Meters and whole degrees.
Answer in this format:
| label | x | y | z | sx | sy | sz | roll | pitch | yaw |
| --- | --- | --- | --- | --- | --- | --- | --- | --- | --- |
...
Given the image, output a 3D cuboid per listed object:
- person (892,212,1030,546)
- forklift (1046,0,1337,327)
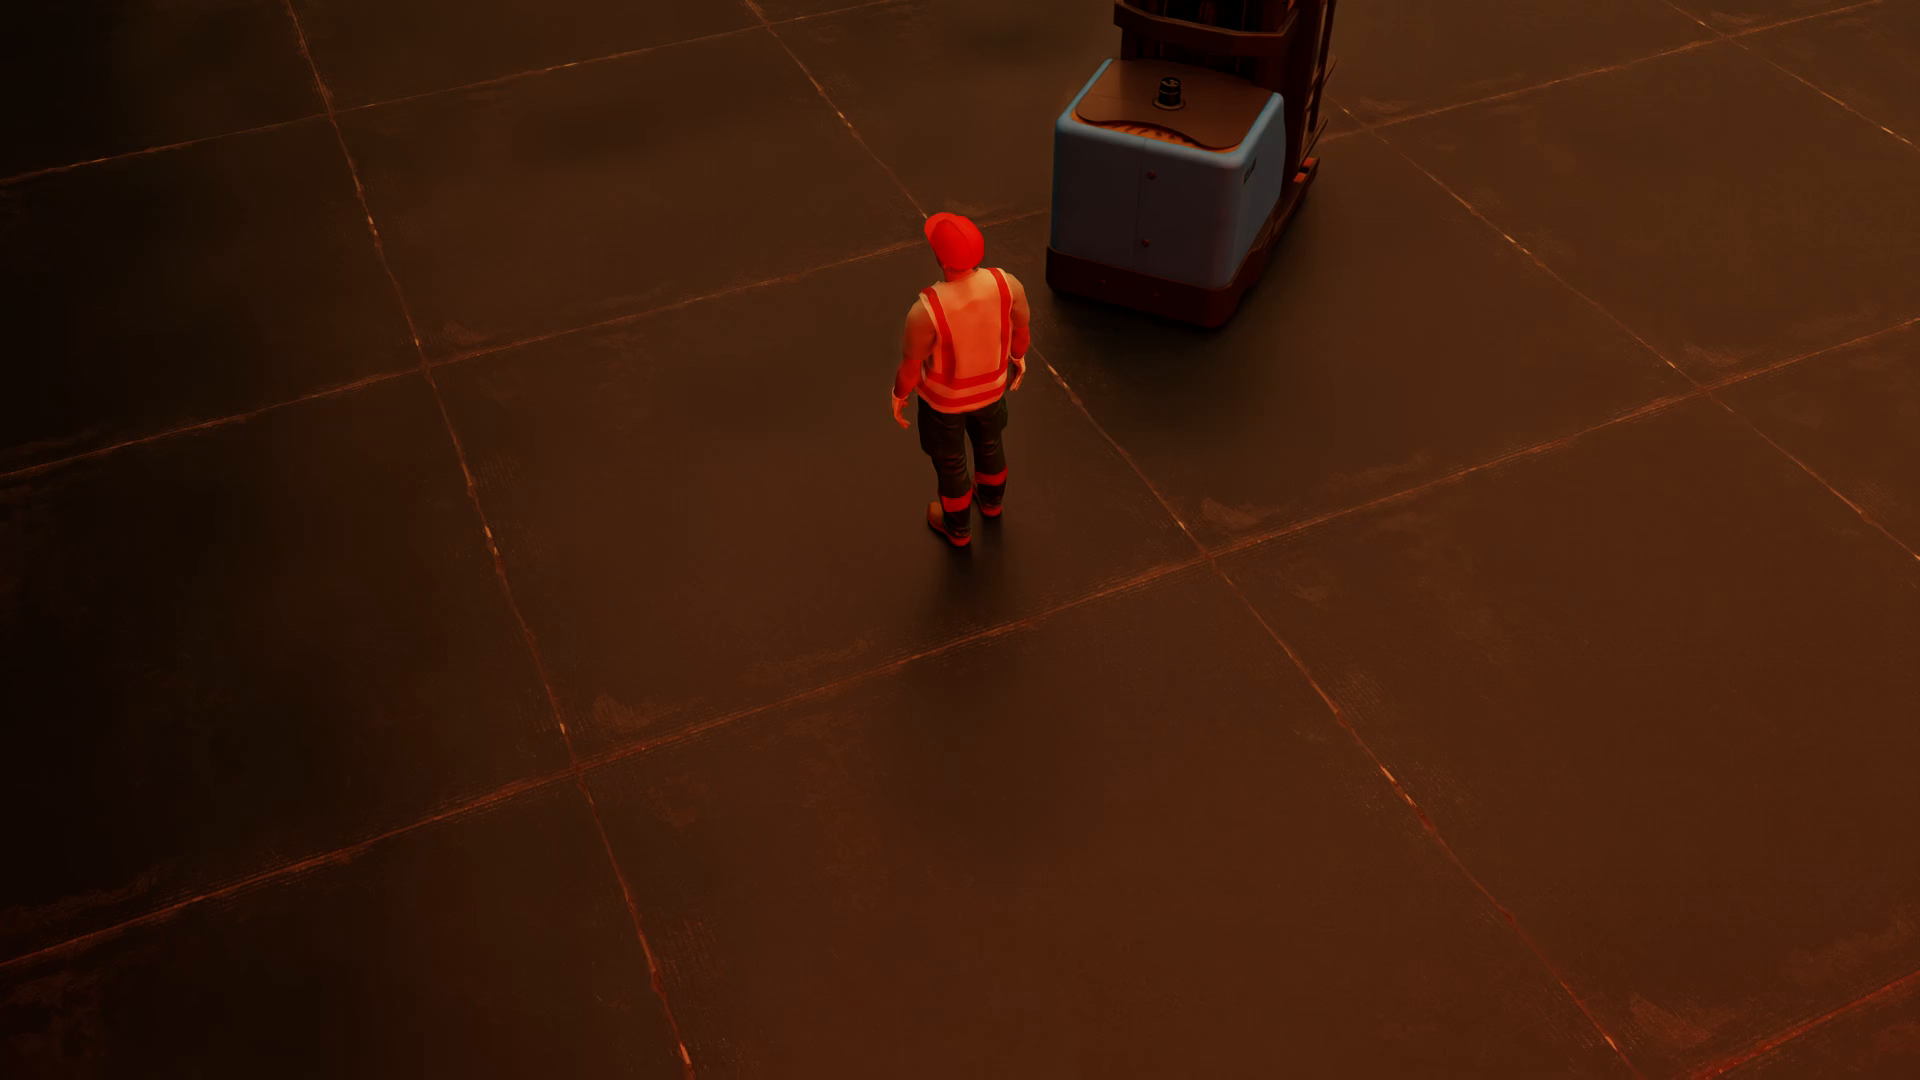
| label | x | y | z | sx | sy | sz | roll | pitch | yaw |
| --- | --- | --- | --- | --- | --- | --- | --- | --- | --- |
| person | -0.024 | -0.712 | 7.270 | 0.638 | 1.789 | 0.562 | -18 | 46 | -18 |
| forklift | 1.541 | -3.229 | 9.141 | 1.130 | 2.935 | 3.031 | 17 | 46 | 17 |
